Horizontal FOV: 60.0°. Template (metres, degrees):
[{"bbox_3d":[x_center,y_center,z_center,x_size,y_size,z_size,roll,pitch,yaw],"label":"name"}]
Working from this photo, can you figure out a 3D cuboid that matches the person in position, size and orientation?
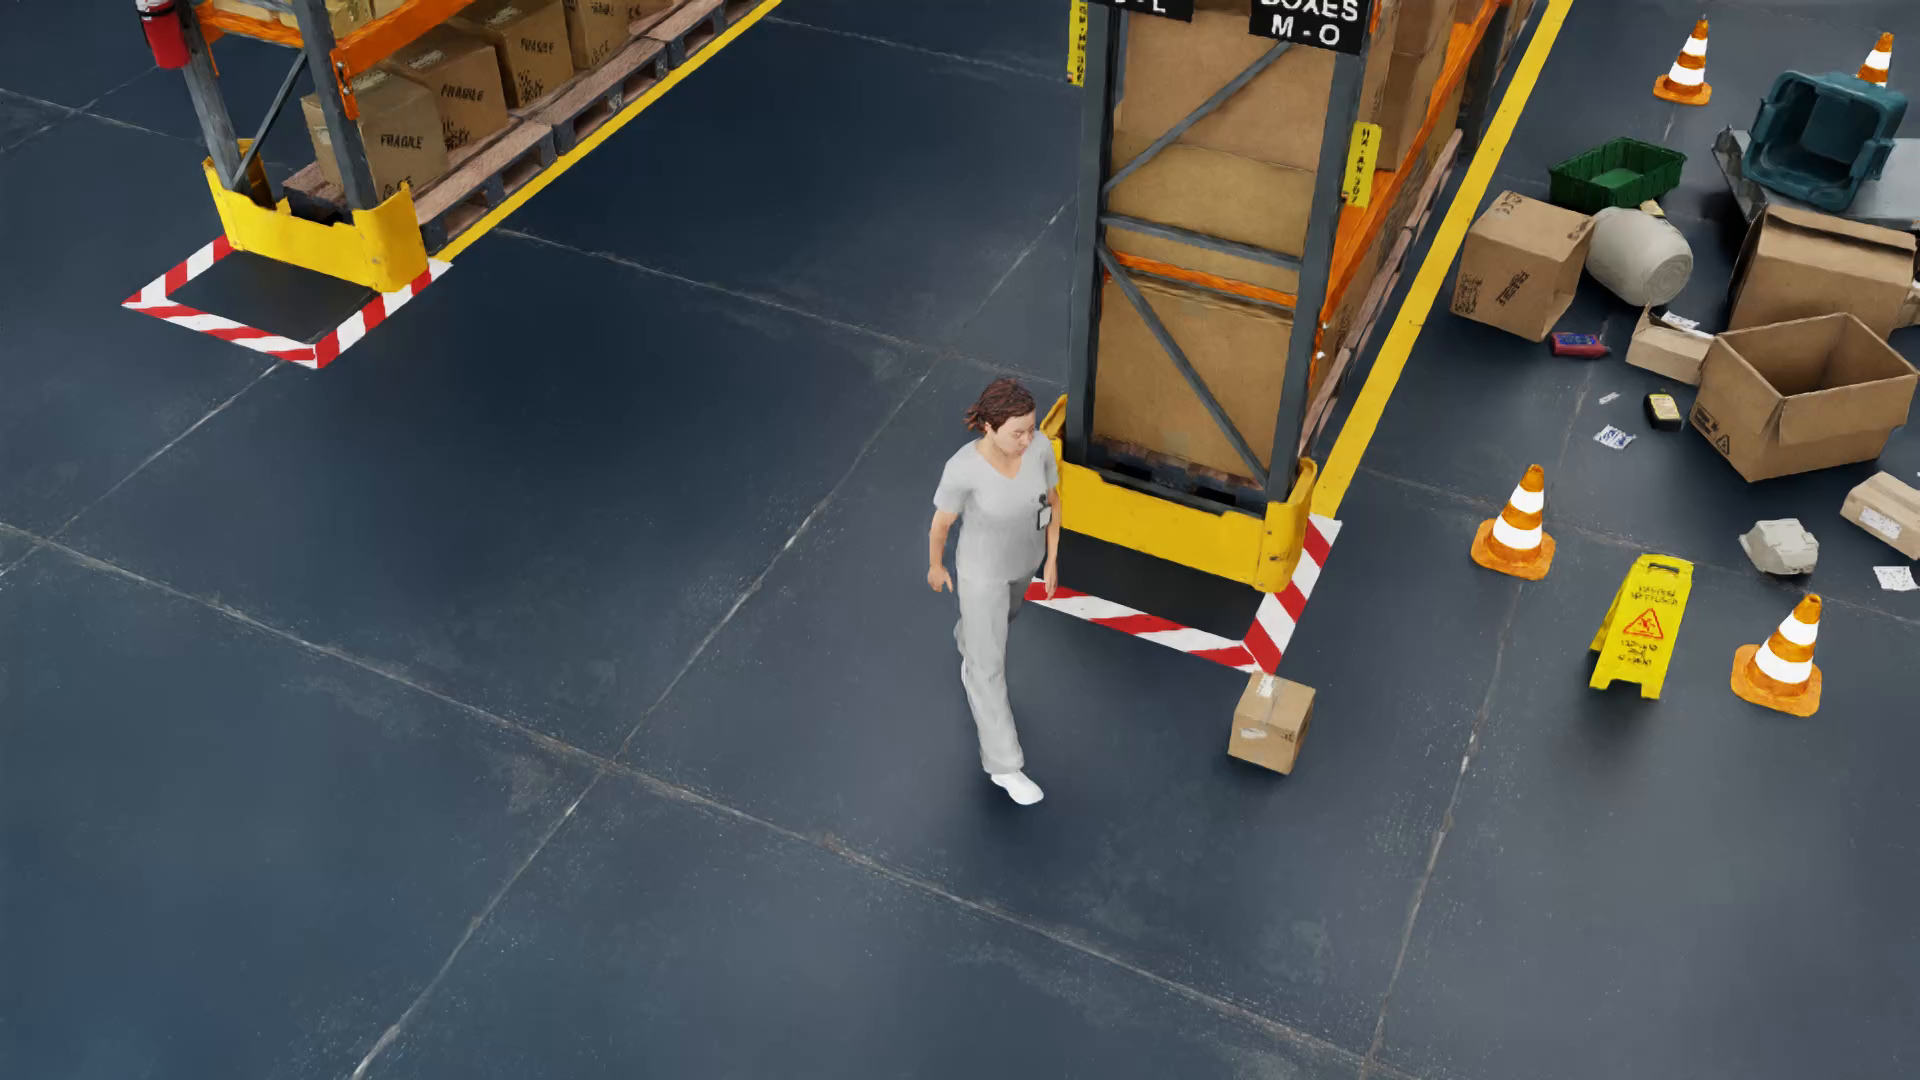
[{"bbox_3d":[0.174,0.121,6.040,0.483,1.635,0.949,-24,47,-24],"label":"person"}]
